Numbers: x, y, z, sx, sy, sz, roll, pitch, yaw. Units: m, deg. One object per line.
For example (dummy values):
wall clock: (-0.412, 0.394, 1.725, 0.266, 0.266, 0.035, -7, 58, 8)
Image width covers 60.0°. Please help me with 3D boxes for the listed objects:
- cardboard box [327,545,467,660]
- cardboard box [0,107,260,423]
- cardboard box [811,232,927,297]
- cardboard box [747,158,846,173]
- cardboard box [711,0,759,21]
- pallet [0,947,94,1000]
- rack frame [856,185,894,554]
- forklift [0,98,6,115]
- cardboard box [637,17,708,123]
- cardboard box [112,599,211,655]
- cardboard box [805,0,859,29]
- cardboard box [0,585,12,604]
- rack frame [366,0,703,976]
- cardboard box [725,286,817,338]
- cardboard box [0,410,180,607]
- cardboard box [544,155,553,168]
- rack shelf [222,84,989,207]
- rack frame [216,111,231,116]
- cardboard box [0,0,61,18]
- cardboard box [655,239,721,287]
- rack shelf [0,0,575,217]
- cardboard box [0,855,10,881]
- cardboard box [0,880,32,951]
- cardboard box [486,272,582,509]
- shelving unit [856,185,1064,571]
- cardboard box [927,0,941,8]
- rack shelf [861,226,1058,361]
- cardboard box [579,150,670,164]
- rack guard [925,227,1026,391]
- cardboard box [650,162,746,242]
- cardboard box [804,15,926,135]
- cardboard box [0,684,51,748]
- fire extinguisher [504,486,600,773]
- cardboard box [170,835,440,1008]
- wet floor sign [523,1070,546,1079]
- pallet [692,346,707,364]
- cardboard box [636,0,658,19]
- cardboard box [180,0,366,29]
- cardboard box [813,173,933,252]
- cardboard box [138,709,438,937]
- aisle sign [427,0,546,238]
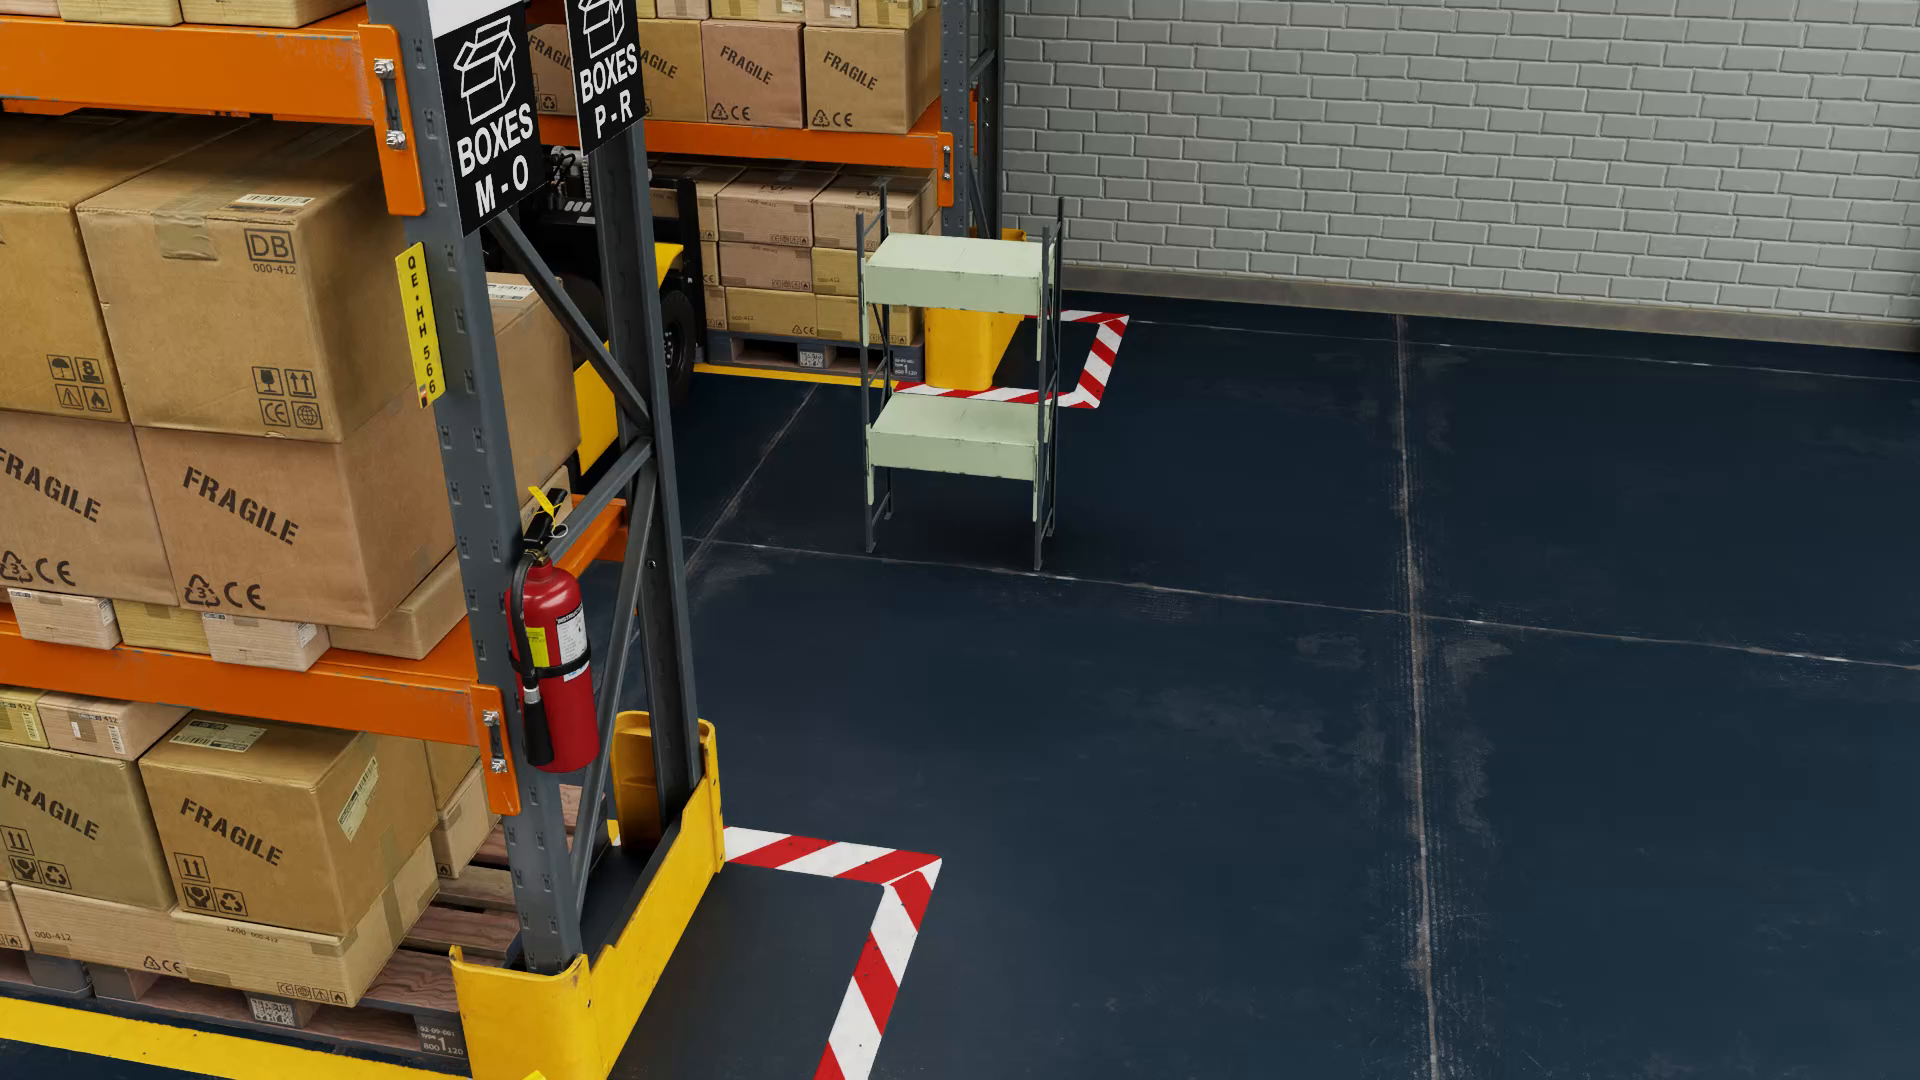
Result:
cardboard box: (-1.371, 0.126, 4.157, 0.250, 0.149, 0.380, 7, 29, 12)
cardboard box: (-2.000, -0.663, 3.882, 0.500, 0.500, 0.700, 6, 29, 11)
cardboard box: (-0.469, -1.478, 8.731, 0.500, 0.250, 0.500, 5, 29, 10)
cardboard box: (-0.848, -1.980, 9.128, 0.500, 0.250, 0.500, 6, 29, 11)
cardboard box: (-1.063, -2.706, 8.290, 0.250, 0.149, 0.380, 6, 29, 10)
pallet: (-3.012, 0.947, 5.300, 1.213, 0.211, 1.003, 6, 29, 11)
rack frame: (-0.351, -0.694, 6.956, 0.023, 1.500, 0.400, 6, 29, 11)
forklift: (-4.165, -1.512, 6.960, 3.031, 2.935, 1.130, 6, 29, 11)
cardboard box: (-1.471, -2.456, 8.508, 0.500, 0.500, 0.500, 5, 29, 10)
cardboard box: (-1.889, 0.117, 4.174, 0.250, 0.149, 0.380, 5, 29, 10)
cardboard box: (-0.582, -2.621, 8.135, 0.250, 0.149, 0.380, 6, 29, 11)
cardboard box: (-2.368, 0.014, 4.362, 0.250, 0.149, 0.380, 6, 29, 11)
rack frame: (-0.961, -0.047, 4.212, 0.127, 3.000, 1.000, 6, 29, 11)
cardboard box: (-0.938, -1.309, 8.944, 0.500, 0.250, 0.500, 6, 29, 11)
cardboard box: (-2.038, -0.198, 4.075, 0.500, 0.500, 0.500, 6, 29, 11)
cardboard box: (-2.445, -1.900, 8.981, 0.500, 0.250, 0.500, 7, 29, 12)
rack shelf: (-1.884, -2.263, 9.009, 4.000, 0.370, 1.077, 6, 29, 11)
rack frame: (-3.840, -2.779, 9.203, 0.127, 3.000, 1.000, 6, 29, 11)
cardboard box: (-1.871, -1.209, 3.472, 0.250, 0.149, 0.380, 7, 29, 12)
cardboard box: (-1.467, -1.575, 8.908, 0.500, 0.250, 0.500, 5, 29, 9)
rack shelf: (-2.917, -1.247, 4.030, 4.000, 0.370, 1.077, 6, 29, 11)
cardboard box: (-2.802, 0.584, 4.705, 0.500, 0.500, 0.500, 5, 29, 9)
cardboard box: (-2.826, 0.915, 4.881, 0.500, 0.250, 0.500, 5, 29, 9)
cardboard box: (-1.366, -0.399, 4.441, 0.500, 0.500, 0.500, 5, 29, 10)
shelving unit: (0.007, -0.657, 6.889, 0.755, 1.500, 0.431, 6, 29, 11)
cardboard box: (-0.206, -2.862, 8.575, 0.250, 0.149, 0.380, 5, 29, 9)
rack shelf: (0.007, -1.000, 6.701, 0.720, 0.370, 0.431, 6, 29, 11)
cardboard box: (-1.835, -2.090, 9.329, 0.500, 0.250, 0.500, 5, 29, 10)
rack guard: (0.095, -1.279, 9.066, 0.348, 0.500, 1.175, 6, 29, 11)
cardboard box: (-1.440, -1.789, 8.779, 0.500, 0.250, 0.500, 6, 29, 11)
cardboard box: (-0.464, -2.348, 8.311, 0.500, 0.500, 0.500, 5, 29, 9)
cardboard box: (-2.417, 0.372, 4.417, 0.250, 0.149, 0.380, 6, 29, 11)
fire extinguisher: (-0.945, 0.215, 3.814, 0.183, 0.674, 0.296, 6, 29, 11)
cardboard box: (-1.831, 1.018, 4.693, 0.500, 0.250, 0.500, 6, 29, 10)
wet floor sign: (-0.999, 1.508, 3.824, 0.232, 0.644, 0.267, 17, 33, 28)
pallet: (-1.874, -1.335, 9.469, 1.213, 0.211, 1.003, 6, 29, 11)
cardboard box: (-1.585, -2.727, 8.328, 0.250, 0.149, 0.380, 6, 29, 11)
cardboard box: (-1.368, -1.157, 3.377, 0.250, 0.149, 0.380, 6, 29, 11)
cardboard box: (-0.444, -1.695, 8.606, 0.500, 0.250, 0.500, 7, 29, 12)
cardboard box: (-1.799, 0.688, 4.514, 0.500, 0.500, 0.500, 6, 29, 11)
aisle sign: (-0.961, -1.045, 3.327, 0.004, 0.787, 0.394, 6, 29, 11)
